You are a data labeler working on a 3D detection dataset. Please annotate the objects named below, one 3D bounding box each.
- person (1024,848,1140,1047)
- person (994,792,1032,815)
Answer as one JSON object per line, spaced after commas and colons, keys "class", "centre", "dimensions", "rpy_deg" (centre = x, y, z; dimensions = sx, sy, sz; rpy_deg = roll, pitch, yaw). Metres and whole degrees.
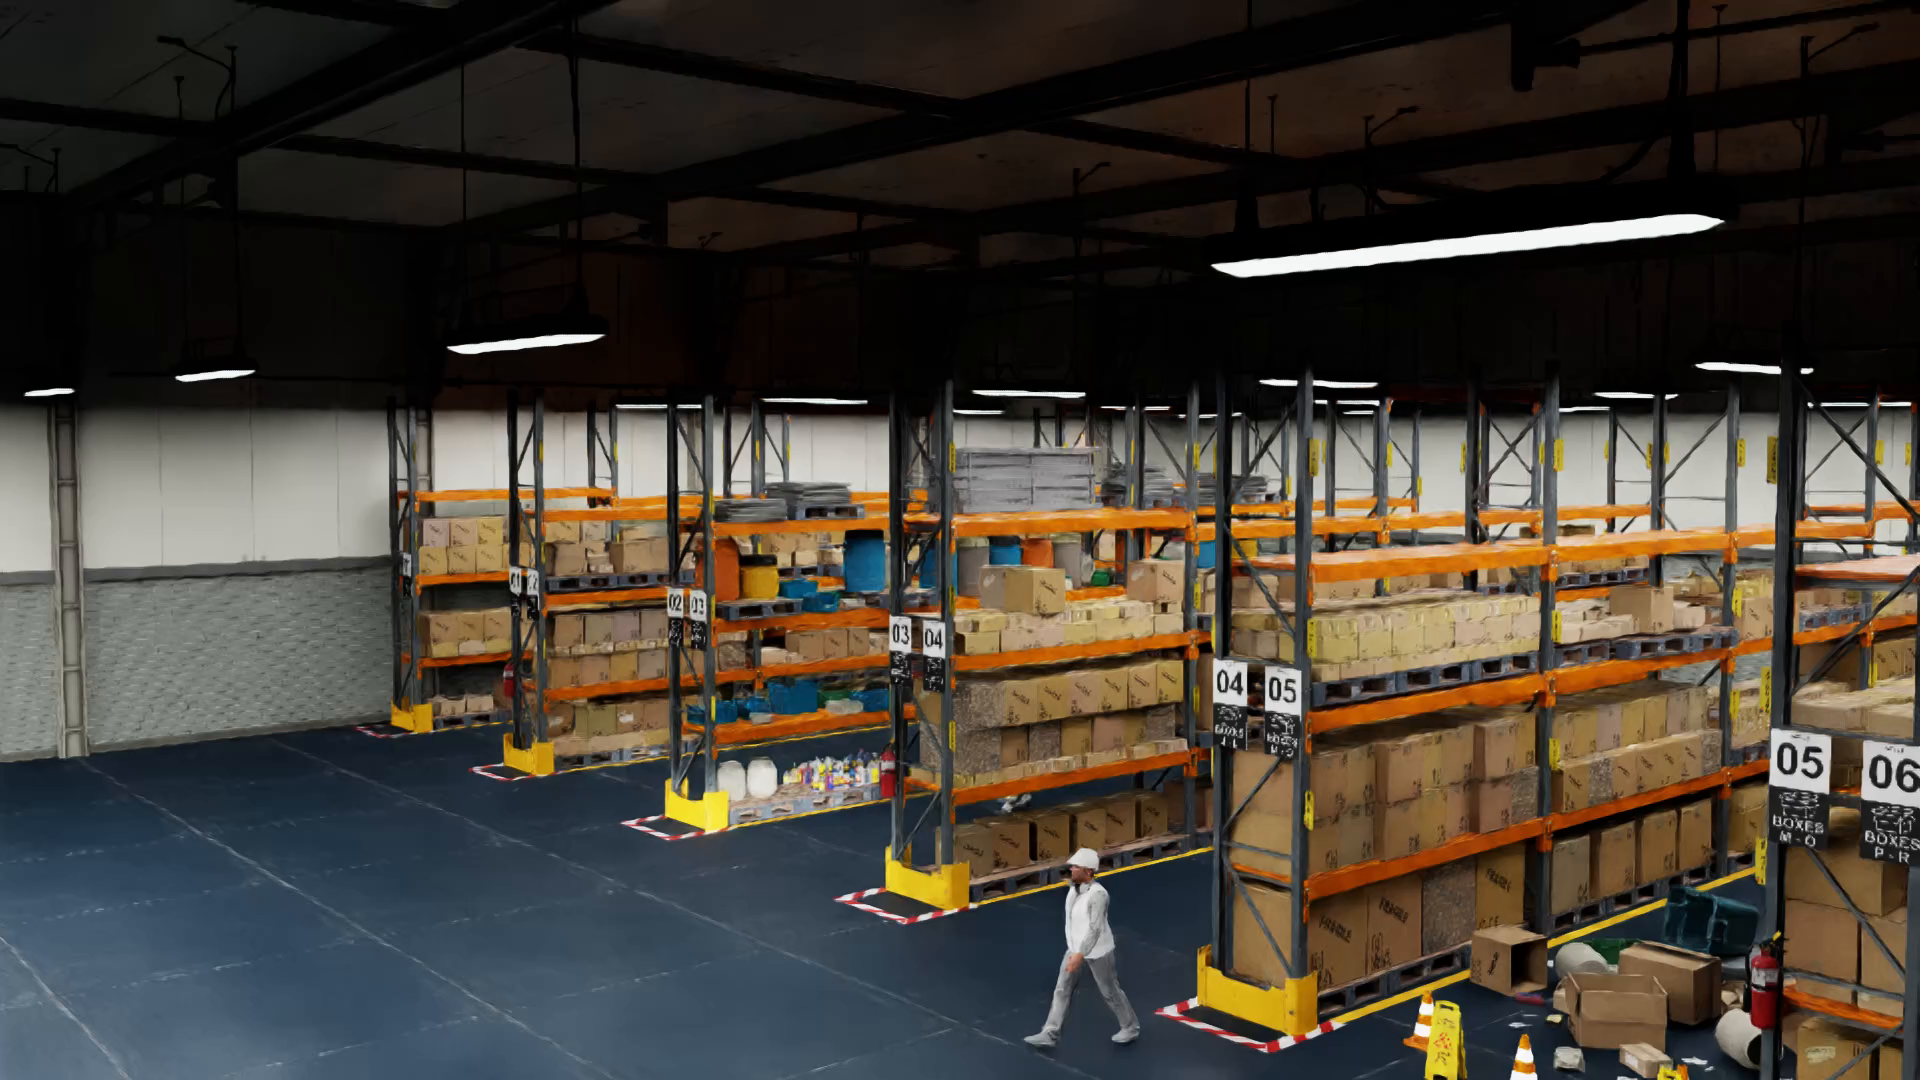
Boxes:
{"class": "person", "centre": [1.076, 3.470, 14.156], "dimensions": [1.031, 1.715, 0.539], "rpy_deg": [-2, 4, -31]}
{"class": "person", "centre": [0.704, 2.937, 23.127], "dimensions": [0.528, 1.727, 1.030], "rpy_deg": [3, 4, 42]}
